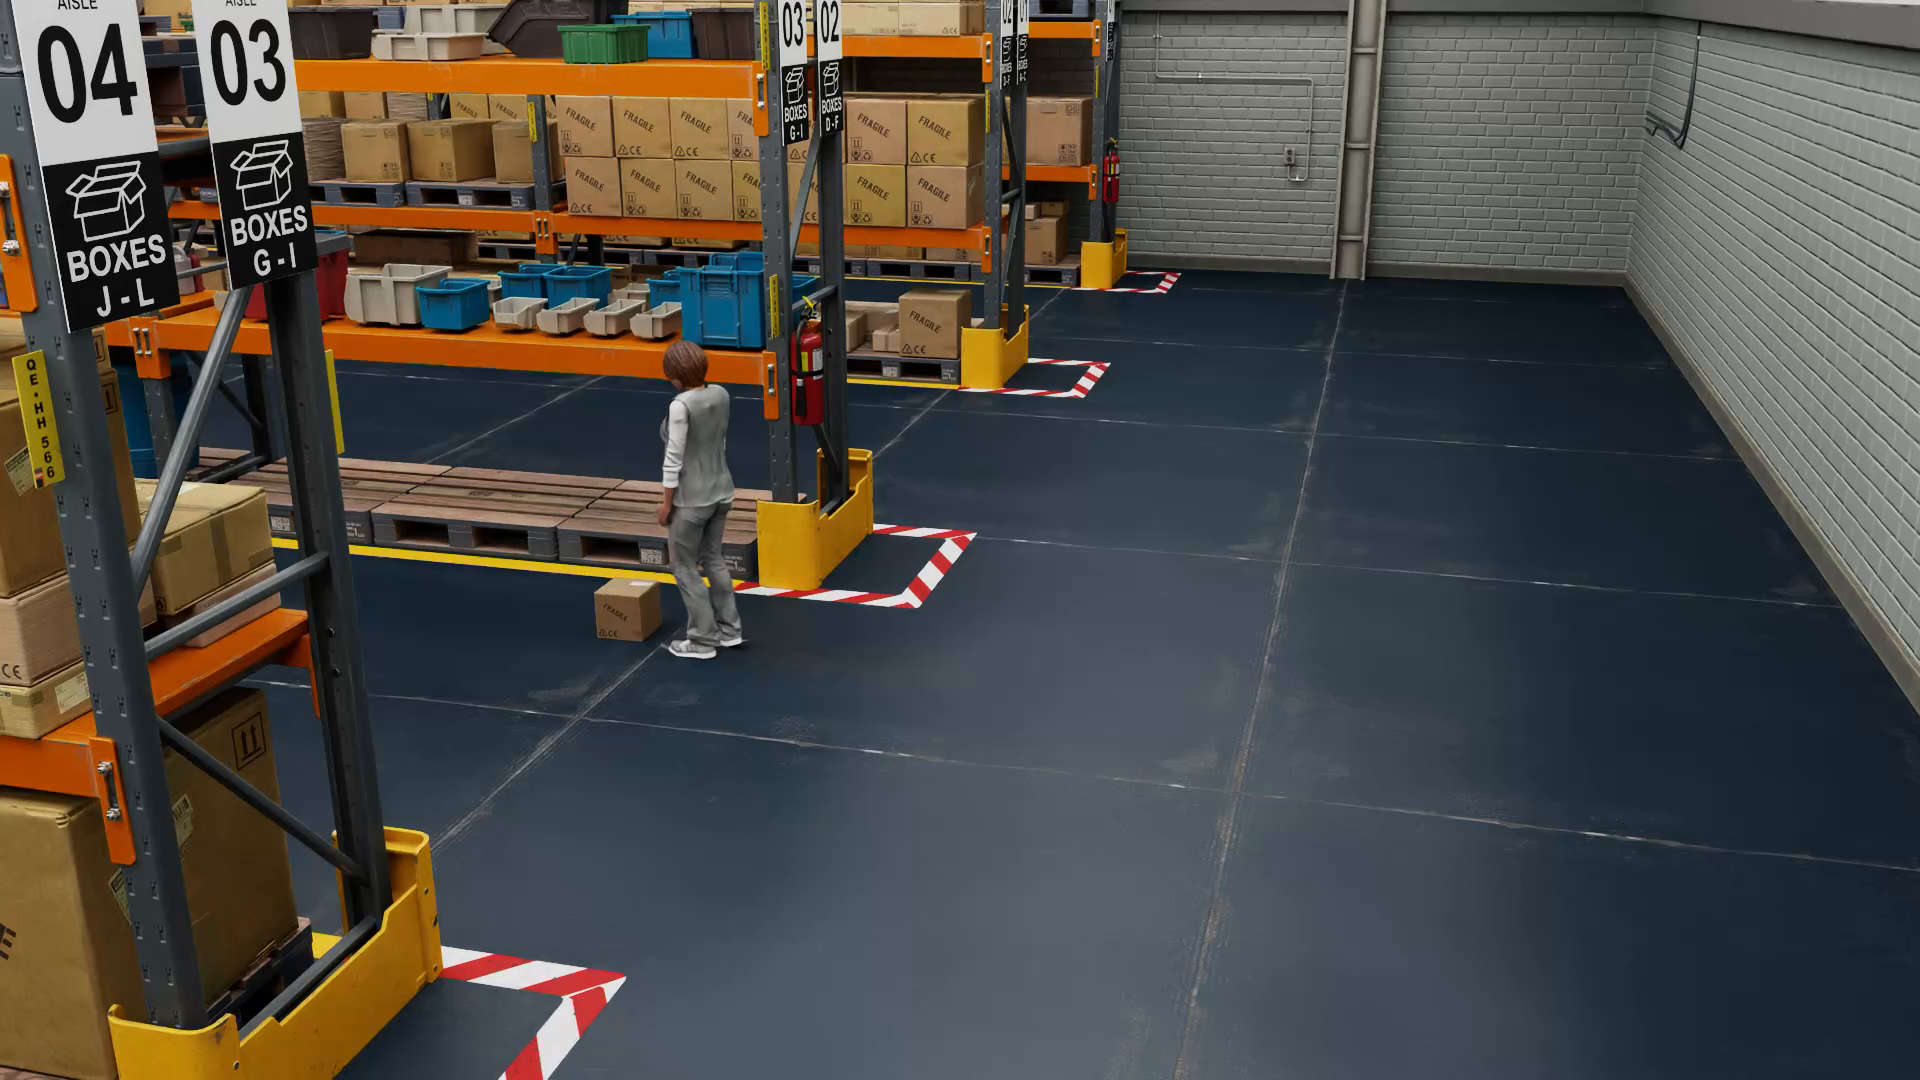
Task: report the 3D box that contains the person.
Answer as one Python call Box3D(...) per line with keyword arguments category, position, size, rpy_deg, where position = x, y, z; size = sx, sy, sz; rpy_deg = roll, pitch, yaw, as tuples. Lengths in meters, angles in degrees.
Box3D(category="person", position=(-1.290, -0.185, 8.153), size=(0.307, 1.595, 0.409), rpy_deg=(11, 21, 29))
